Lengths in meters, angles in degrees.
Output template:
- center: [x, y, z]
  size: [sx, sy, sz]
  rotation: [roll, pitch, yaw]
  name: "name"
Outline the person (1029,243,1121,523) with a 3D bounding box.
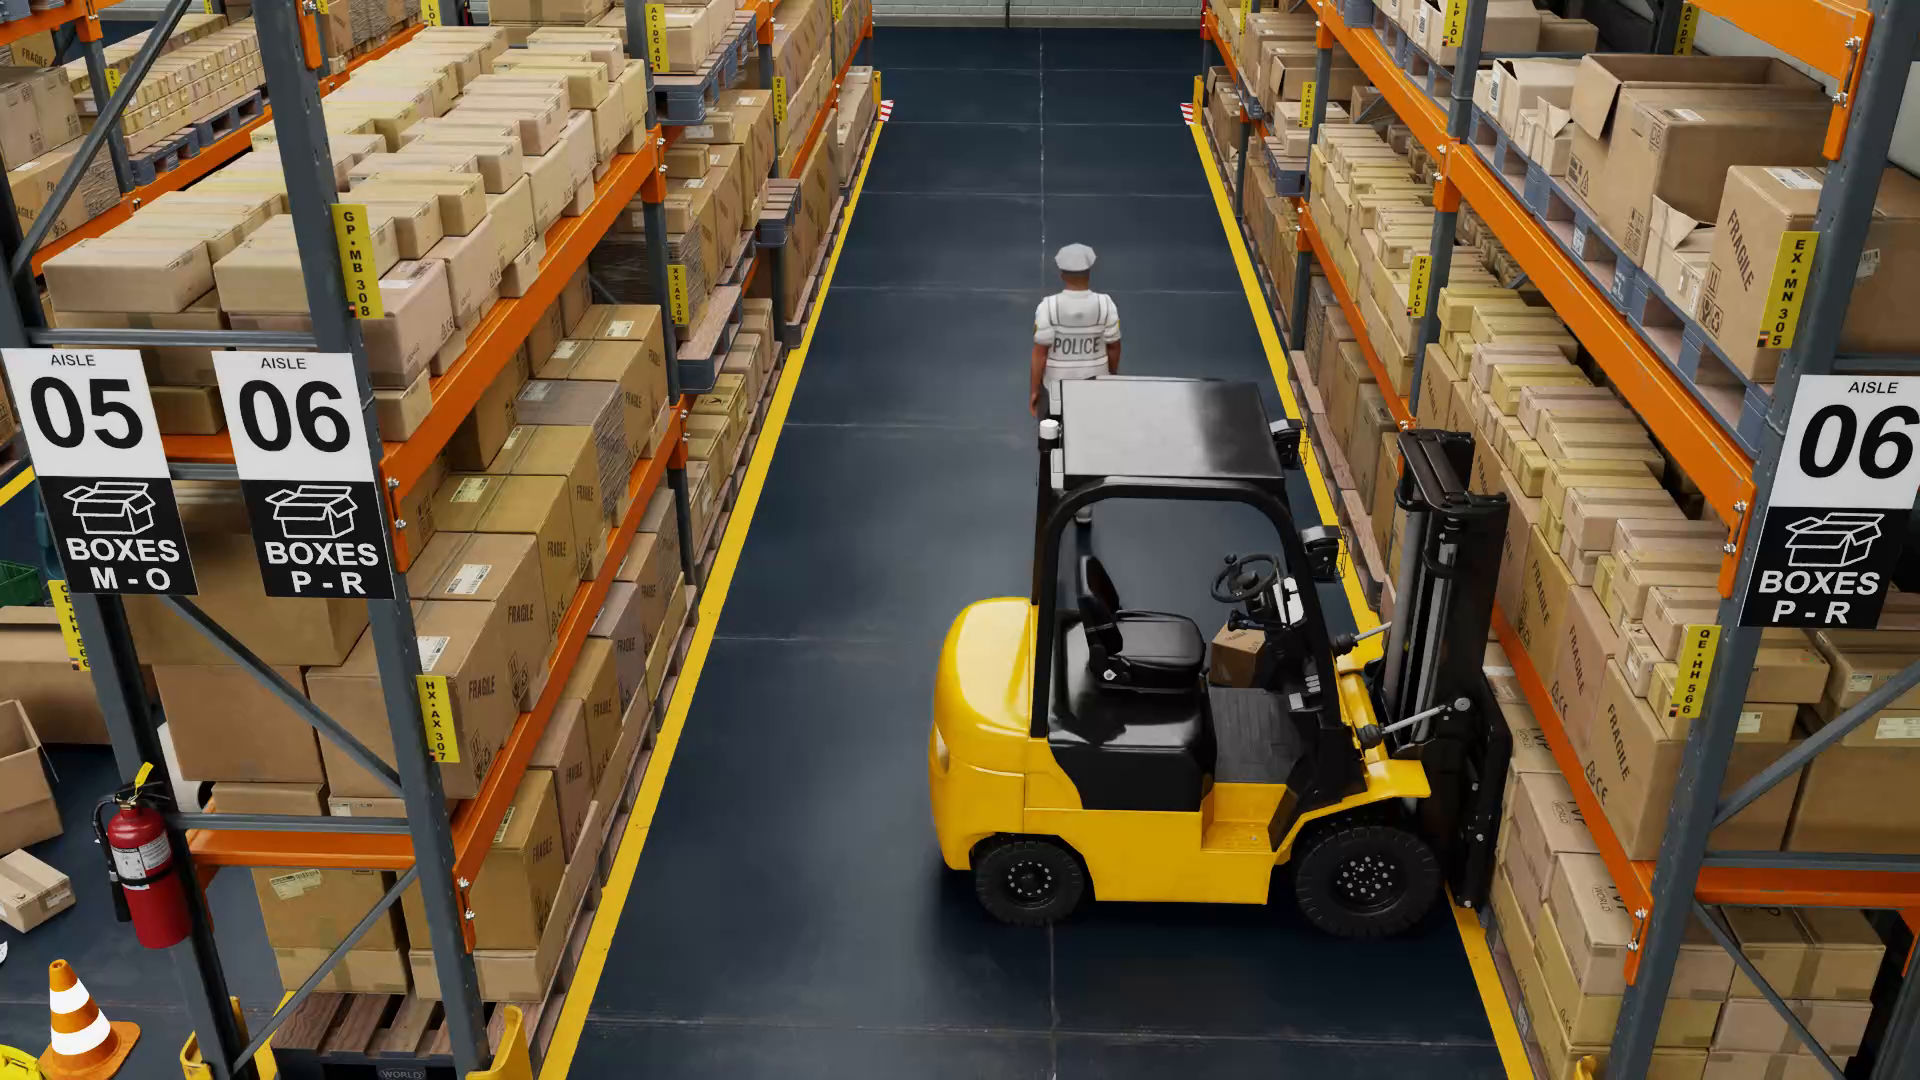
- center: [0.720, -1.020, 10.539]
  size: [0.571, 1.787, 0.819]
  rotation: [0, 28, 1]
  name: "person"
